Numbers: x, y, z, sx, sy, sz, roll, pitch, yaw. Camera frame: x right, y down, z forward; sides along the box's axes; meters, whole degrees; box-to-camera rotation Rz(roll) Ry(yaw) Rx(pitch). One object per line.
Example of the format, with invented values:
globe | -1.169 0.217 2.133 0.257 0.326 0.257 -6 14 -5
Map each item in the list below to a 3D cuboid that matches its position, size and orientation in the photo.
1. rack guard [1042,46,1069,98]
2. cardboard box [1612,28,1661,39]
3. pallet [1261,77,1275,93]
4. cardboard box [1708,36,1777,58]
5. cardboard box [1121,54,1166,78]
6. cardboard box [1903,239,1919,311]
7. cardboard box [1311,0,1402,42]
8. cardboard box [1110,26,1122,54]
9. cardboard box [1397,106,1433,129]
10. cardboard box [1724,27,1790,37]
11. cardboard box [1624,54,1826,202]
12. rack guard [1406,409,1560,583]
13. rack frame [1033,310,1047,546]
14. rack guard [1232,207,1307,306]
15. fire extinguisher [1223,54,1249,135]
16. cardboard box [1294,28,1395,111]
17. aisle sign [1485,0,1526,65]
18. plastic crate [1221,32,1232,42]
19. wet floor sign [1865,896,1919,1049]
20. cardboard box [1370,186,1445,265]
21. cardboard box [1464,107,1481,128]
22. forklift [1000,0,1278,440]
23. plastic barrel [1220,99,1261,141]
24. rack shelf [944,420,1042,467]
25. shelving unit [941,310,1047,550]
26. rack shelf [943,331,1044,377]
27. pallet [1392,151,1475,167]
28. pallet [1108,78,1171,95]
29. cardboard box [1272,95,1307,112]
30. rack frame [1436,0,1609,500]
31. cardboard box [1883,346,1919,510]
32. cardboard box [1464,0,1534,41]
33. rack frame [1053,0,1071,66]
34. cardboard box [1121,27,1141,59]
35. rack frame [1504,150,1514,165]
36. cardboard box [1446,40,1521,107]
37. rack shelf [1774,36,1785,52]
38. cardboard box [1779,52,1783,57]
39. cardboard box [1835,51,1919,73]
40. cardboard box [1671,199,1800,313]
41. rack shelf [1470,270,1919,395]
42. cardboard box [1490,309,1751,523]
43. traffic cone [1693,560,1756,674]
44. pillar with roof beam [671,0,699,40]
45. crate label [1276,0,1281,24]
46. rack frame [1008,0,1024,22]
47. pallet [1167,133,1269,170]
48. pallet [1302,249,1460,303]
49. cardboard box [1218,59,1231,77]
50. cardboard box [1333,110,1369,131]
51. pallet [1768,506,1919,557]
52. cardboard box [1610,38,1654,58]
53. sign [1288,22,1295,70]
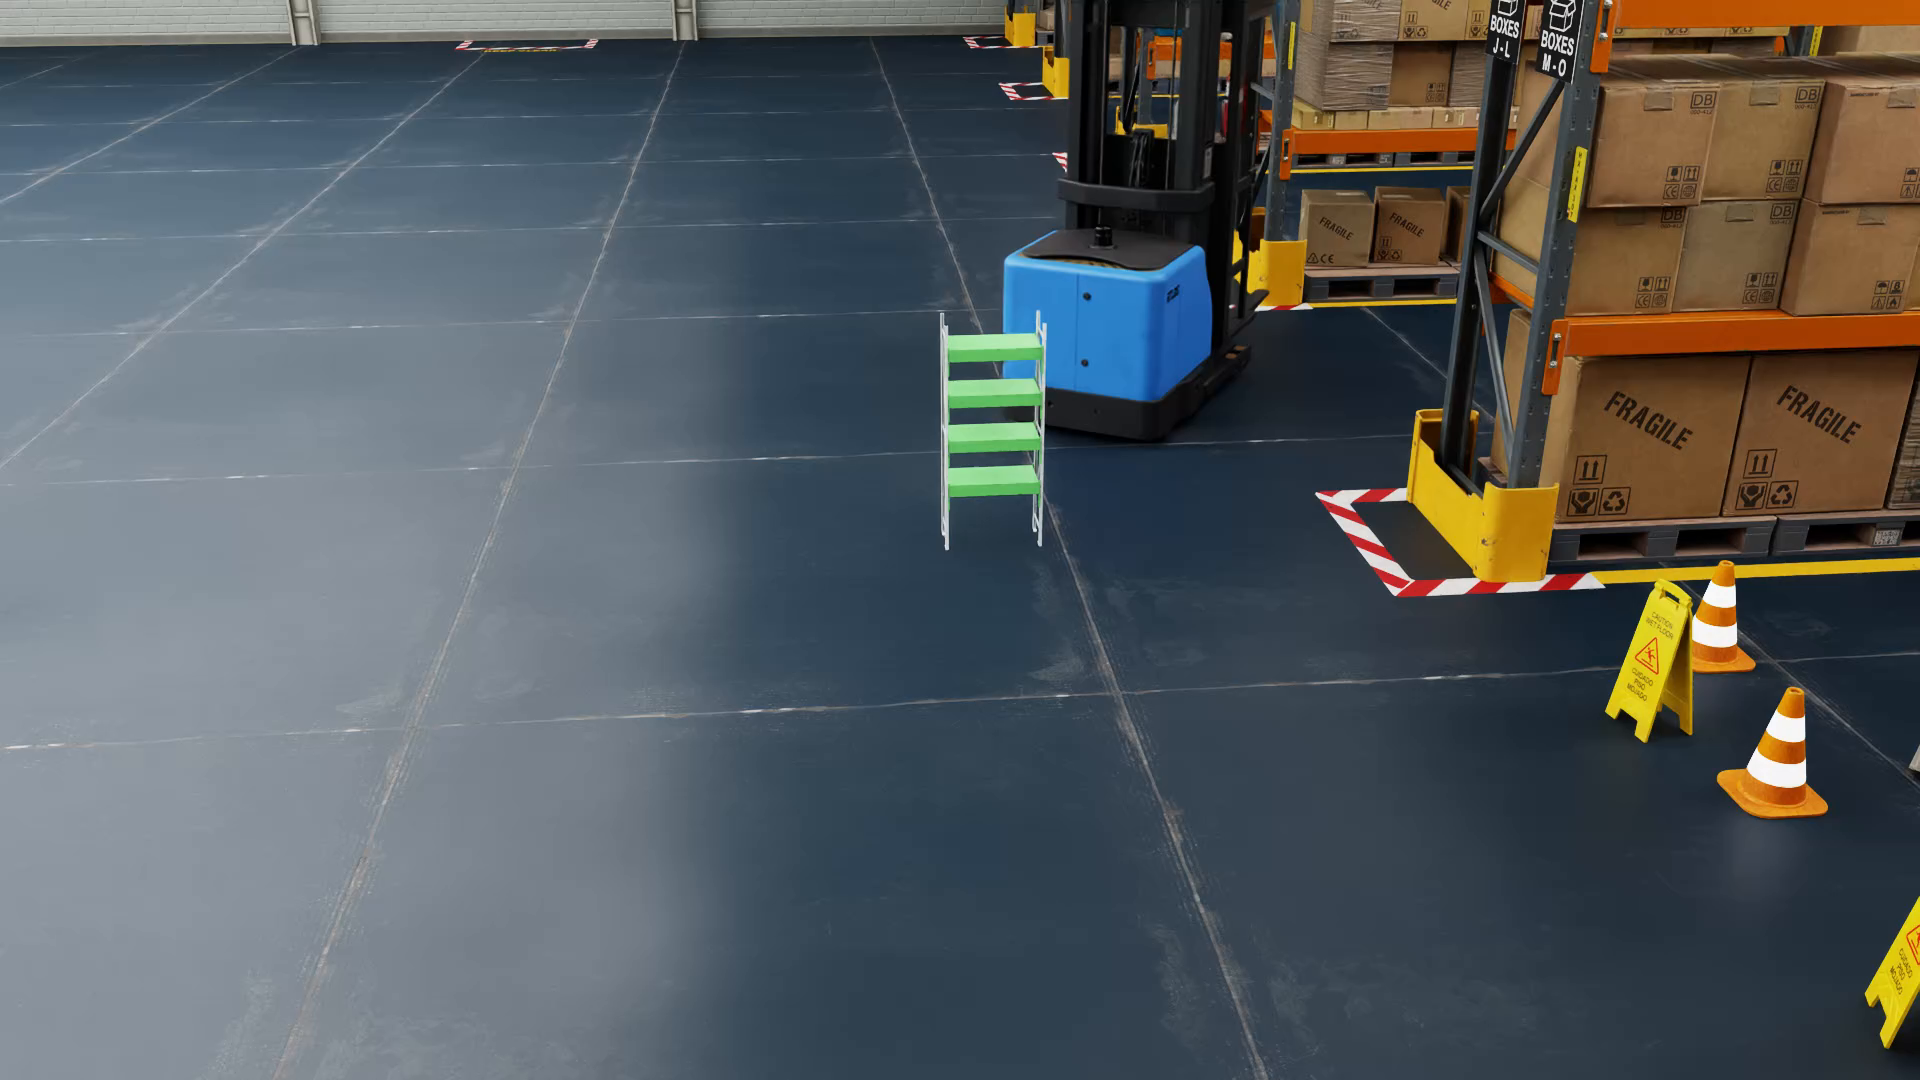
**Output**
rack guard | 1.354 -6.268 22.236 0.348 0.500 1.175 -2 24 -5
cardboard box | 4.913 -4.036 12.416 0.500 0.500 0.500 -2 24 -5
pallet | 4.563 -6.282 22.623 1.213 0.211 1.003 -2 24 -5
cardboard box | 5.875 -3.755 13.016 0.500 0.500 0.875 -2 24 -5
cardboard box | 2.431 -6.299 22.098 0.500 0.250 0.500 -2 24 -5
cardboard box | 4.738 -1.540 8.337 0.500 0.550 0.875 -2 24 -5
cardboard box | 2.922 -3.957 12.239 0.500 0.500 0.500 -2 24 -5
cardboard box | 1.882 -6.831 22.370 0.500 0.500 0.500 -2 24 -5
cardboard box | 3.403 -3.231 12.636 0.250 0.149 0.380 -2 24 -5
cardboard box | 5.908 -4.076 12.506 0.500 0.500 0.500 -2 24 -5
cardboard box | 3.646 -2.018 8.084 0.550 0.550 0.875 -2 24 -5
rack guard | 2.711 -0.255 8.707 0.348 0.500 1.175 -2 24 -5
rack frame | 0.408 -0.565 8.543 0.015 1.200 0.240 -2 24 -5
rack guard | 2.424 -2.268 13.236 0.348 0.500 1.175 -2 24 -5
fire extinguisher | 2.189 -3.553 13.146 0.183 0.674 0.296 -2 24 -5
cardboard box | 2.898 -3.599 12.665 0.500 0.500 0.875 -2 24 -5
aisle sign | 2.635 -2.704 7.940 0.004 0.787 0.394 -2 24 -5
plastic crate | 2.783 -5.194 17.067 0.250 0.136 0.298 -2 24 -5
wet floor sign | 3.028 1.250 5.144 0.232 0.644 0.267 6 25 13
cardboard box | 3.562 -2.512 13.270 0.500 0.500 0.500 4 24 9
cardboard box | 3.898 -3.260 12.700 0.250 0.149 0.380 -2 24 -5
forklift | 1.341 -2.499 10.765 1.130 2.935 3.031 11 26 23
plastic barrel | 3.007 -4.541 17.819 0.421 0.512 0.421 0 24 0
rack shelf | 0.165 -0.496 8.547 0.480 0.148 0.258 -2 24 -5
shelving unit | 0.165 -0.555 8.521 0.503 1.200 0.258 -2 24 -5
rack shelf | 0.165 -0.935 8.352 0.480 0.148 0.258 -2 24 -5
pallet | 5.169 -4.284 18.129 1.213 0.211 1.003 -2 24 -5
pallet | 2.135 -6.184 22.403 1.213 0.211 1.003 -2 24 -5
cardboard box | 2.611 -3.387 12.986 0.250 0.149 0.380 -2 24 -5
rack frame | 2.735 -1.398 8.202 0.127 3.000 1.000 -2 24 -5
cardboard box | 5.186 -0.744 8.830 0.875 0.875 0.875 -2 24 -5
cardboard box | 3.918 -3.995 12.324 0.500 0.500 0.500 -2 24 -5
rack frame | 1.378 -7.411 21.730 0.127 3.000 1.000 -2 24 -5
cardboard box | 2.431 -6.641 21.944 0.500 0.500 0.500 -2 24 -5
rack frame | 5.842 -5.568 17.585 0.127 3.000 1.000 -2 24 -5
cardboard box | 3.886 -3.670 12.825 0.500 0.500 0.875 -2 24 -5
rack shelf | 7.832 -5.319 17.911 4.000 0.370 1.077 -2 24 -5
cardboard box | 11.359 -6.756 22.792 0.500 0.500 0.500 -3 24 -7
cardboard box | 4.731 -2.059 8.176 0.500 0.550 0.875 -2 24 -5
cardboard box | 3.645 -1.530 8.315 0.550 0.550 0.875 -2 24 -5
rack shelf | 4.725 -1.149 8.528 4.000 0.370 1.077 -2 24 -5
cardboard box | 3.403 -0.673 8.669 0.875 0.875 0.875 -2 24 -5
traffic cone | 3.403 0.314 7.474 0.334 0.463 0.336 -2 24 -5
pillar with roof beam | -4.049 -10.552 21.412 0.400 9.000 9.100 -2 24 -5
crate label | 3.666 -5.608 17.630 0.616 0.435 0.502 -2 24 -5
rack frame | 0.887 -9.413 26.235 0.127 3.000 1.000 -2 24 -5
pallet | 2.741 -4.187 17.910 1.213 0.211 1.003 -2 24 -5
pallet | 3.235 -2.154 13.335 1.213 0.211 1.003 -2 24 -5
cardboard box | 3.426 -6.337 22.183 0.500 0.250 0.500 -2 24 -5
cardboard box | 2.906 -3.209 12.586 0.250 0.149 0.380 -2 24 -5
pallet | 4.734 -0.235 9.018 1.213 0.211 1.003 -2 24 -5
cardboard box | 4.886 -3.689 12.866 0.500 0.500 0.875 -2 24 -5
sign | 2.401 -3.583 12.052 0.005 0.325 0.100 -2 24 -5
